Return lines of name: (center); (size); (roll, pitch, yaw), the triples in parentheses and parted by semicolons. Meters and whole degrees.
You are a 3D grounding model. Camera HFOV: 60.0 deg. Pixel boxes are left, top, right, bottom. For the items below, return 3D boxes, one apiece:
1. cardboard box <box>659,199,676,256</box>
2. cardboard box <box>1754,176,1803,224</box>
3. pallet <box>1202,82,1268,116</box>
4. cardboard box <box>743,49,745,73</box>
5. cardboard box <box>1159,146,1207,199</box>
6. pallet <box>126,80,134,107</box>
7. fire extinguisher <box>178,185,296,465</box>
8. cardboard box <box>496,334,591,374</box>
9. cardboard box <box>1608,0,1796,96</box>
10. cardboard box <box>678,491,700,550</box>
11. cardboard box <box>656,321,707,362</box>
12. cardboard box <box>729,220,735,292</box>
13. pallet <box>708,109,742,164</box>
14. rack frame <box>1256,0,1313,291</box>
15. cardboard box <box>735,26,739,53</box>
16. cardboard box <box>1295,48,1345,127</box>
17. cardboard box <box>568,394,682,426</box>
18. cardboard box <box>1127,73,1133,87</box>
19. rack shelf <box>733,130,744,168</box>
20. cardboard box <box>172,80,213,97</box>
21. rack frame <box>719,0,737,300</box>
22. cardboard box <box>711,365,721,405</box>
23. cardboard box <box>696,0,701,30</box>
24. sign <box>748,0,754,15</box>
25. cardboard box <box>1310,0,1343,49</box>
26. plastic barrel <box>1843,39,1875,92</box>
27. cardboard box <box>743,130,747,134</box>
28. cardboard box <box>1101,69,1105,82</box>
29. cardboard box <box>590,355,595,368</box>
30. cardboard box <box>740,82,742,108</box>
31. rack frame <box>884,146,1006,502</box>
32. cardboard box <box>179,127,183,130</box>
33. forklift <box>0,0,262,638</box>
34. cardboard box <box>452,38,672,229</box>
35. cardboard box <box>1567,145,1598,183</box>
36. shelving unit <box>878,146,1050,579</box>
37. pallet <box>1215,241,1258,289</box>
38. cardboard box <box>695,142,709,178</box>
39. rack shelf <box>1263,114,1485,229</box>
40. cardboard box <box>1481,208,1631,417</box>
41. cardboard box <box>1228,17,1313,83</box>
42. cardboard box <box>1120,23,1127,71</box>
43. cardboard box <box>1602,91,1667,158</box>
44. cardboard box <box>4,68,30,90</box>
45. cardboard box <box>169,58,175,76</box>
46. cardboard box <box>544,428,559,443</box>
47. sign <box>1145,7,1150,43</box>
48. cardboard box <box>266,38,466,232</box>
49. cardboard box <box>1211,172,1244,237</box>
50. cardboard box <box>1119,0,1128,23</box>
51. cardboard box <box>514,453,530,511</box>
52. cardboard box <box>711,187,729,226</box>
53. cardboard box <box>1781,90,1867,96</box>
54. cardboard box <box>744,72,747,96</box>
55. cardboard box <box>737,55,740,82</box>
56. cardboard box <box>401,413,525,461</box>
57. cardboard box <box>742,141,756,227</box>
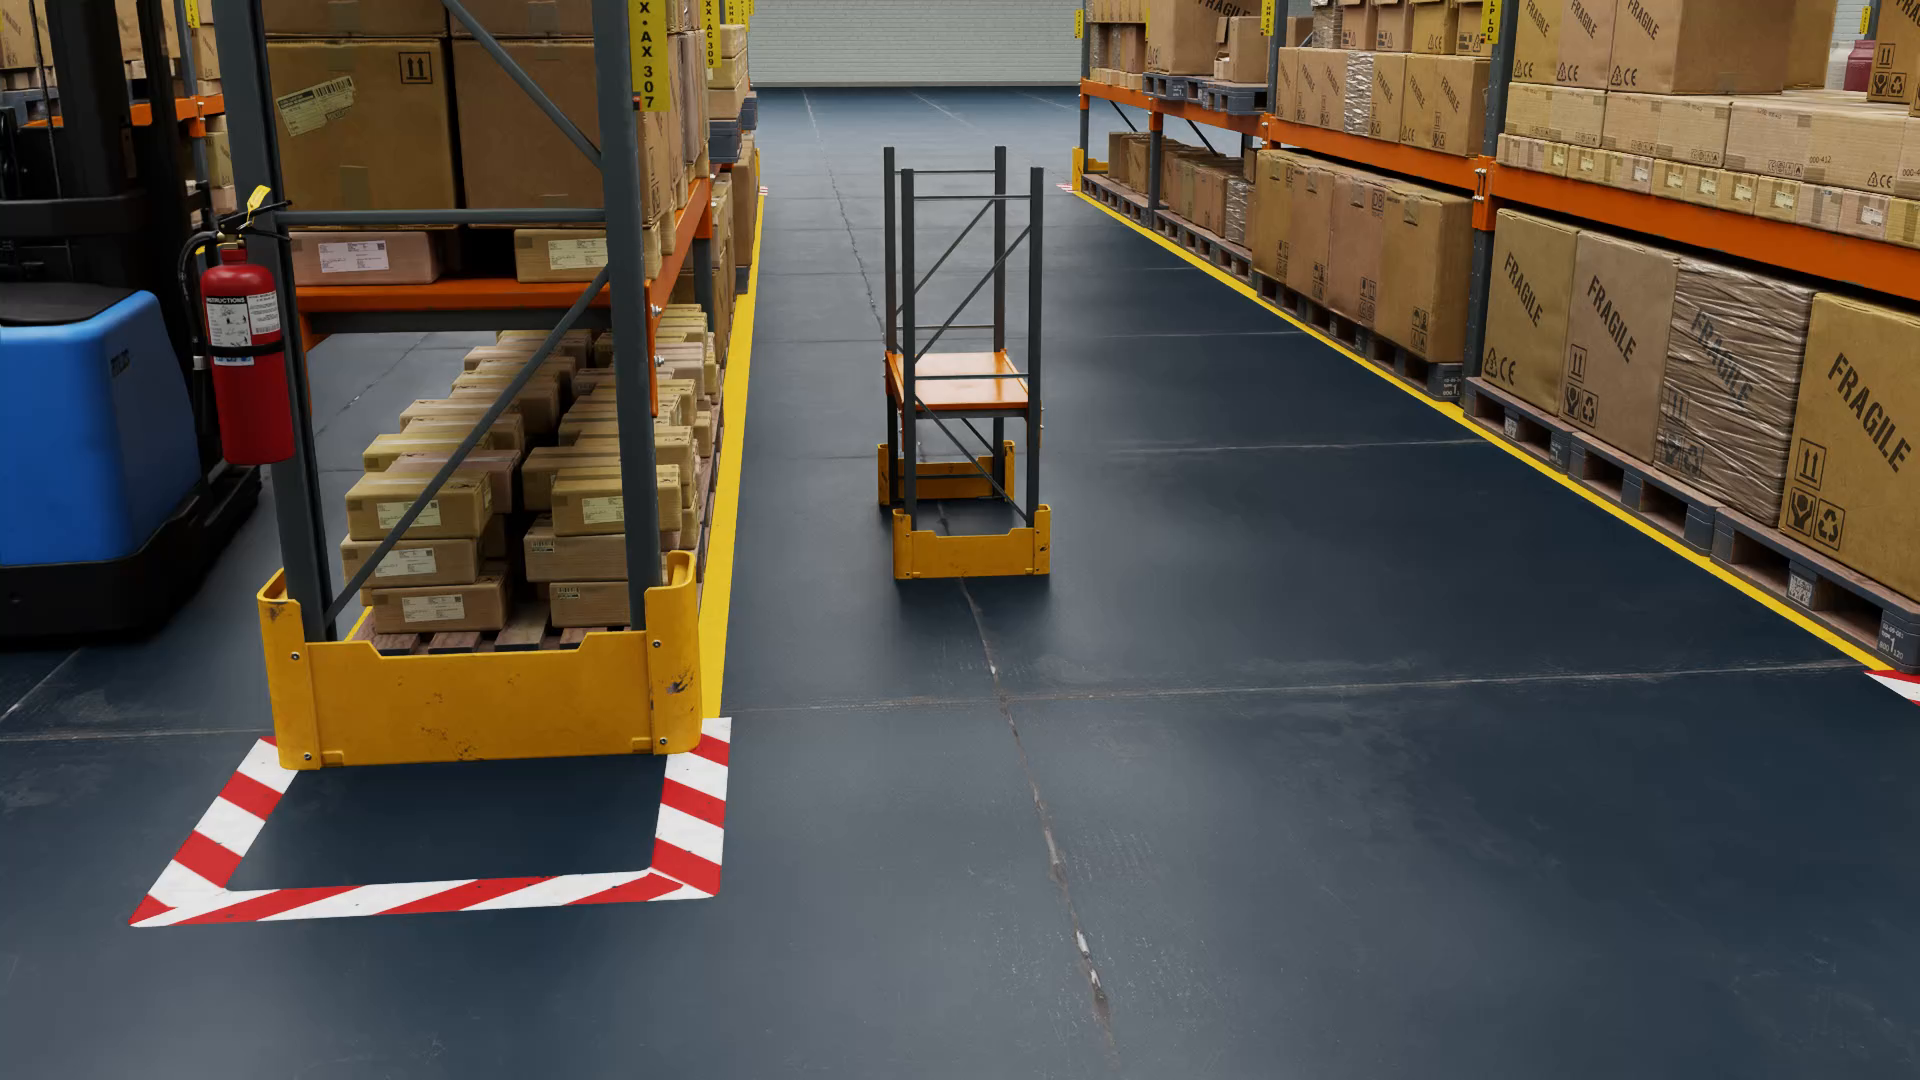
cardboard box: (-1.088, -0.977, 5.201); (0.380, 0.149, 0.250); (-2, 18, -7)
cardboard box: (3.135, -1.237, 6.030); (0.380, 0.149, 0.250); (-2, 18, -7)
pallet: (2.601, -3.458, 13.004); (1.213, 0.211, 1.003); (-2, 18, -6)
cardboard box: (-1.575, -3.074, 10.684); (0.380, 0.149, 0.250); (-2, 18, -6)
cardboard box: (2.300, -3.831, 17.343); (0.500, 0.500, 0.500); (4, 18, 12)
pallet: (-7.322, -3.531, 13.238); (1.003, 0.211, 1.213); (-2, 18, -6)
fire extinguisher: (-1.771, -0.530, 4.108); (0.296, 0.674, 0.183); (-2, 18, -6)
cardboard box: (-1.827, -0.806, 7.302); (0.380, 0.149, 0.250); (-2, 18, -7)
cardboard box: (3.090, -2.124, 6.938); (0.500, 0.500, 0.500); (-2, 18, -7)
cardboard box: (-1.132, -0.069, 5.947); (0.380, 0.149, 0.250); (-2, 17, -5)
cardboard box: (-1.357, -0.903, 7.610); (0.380, 0.149, 0.250); (-2, 18, -6)
cardboard box: (-1.786, -1.882, 11.137); (0.500, 0.500, 0.500); (-1, 17, -3)
pallet: (-1.685, -2.166, 8.890); (1.003, 0.211, 1.213); (-2, 18, -6)
rack frame: (2.781, -3.340, 12.310); (1.000, 3.000, 0.127); (-2, 18, -6)
cardboard box: (-1.416, -2.755, 9.171); (0.380, 0.149, 0.250); (-2, 18, -6)
cardboard box: (2.615, -3.081, 11.317); (0.500, 0.500, 0.500); (-2, 18, -7)
cardboard box: (-1.228, -0.436, 6.124); (0.380, 0.149, 0.250); (-1, 17, -3)
cardboard box: (1.974, -4.841, 17.509); (0.380, 0.149, 0.250); (-2, 18, -6)
rack shelf: (-2.370, -3.470, 13.923); (1.077, 0.370, 4.000); (-2, 18, -6)
cardboard box: (-7.203, -4.210, 15.499); (0.380, 0.149, 0.250); (-2, 18, -6)
rack frame: (-2.163, -3.217, 11.917); (1.000, 3.000, 0.127); (-2, 18, -6)
cardboard box: (-1.372, -0.760, 8.147); (0.380, 0.149, 0.250); (-2, 17, -5)
cardboard box: (-1.433, -2.561, 7.493); (0.500, 0.500, 0.500); (-2, 18, -8)
sign: (-2.447, -6.279, 19.341); (0.100, 0.325, 0.005); (-2, 18, -6)
cardboard box: (2.840, -3.648, 11.449); (0.797, 0.503, 0.637); (-1, 17, -4)
plastic barrel: (7.358, -3.687, 13.187); (0.600, 0.536, 0.708); (-2, 18, -6)
cardboard box: (-2.571, -3.785, 16.572); (0.875, 0.875, 0.875); (-2, 17, -5)
cardboard box: (1.812, -5.288, 18.932); (0.380, 0.149, 0.250); (-2, 18, -6)
cardboard box: (-1.855, -0.746, 7.607); (0.380, 0.149, 0.250); (-2, 18, -6)
cardboard box: (-1.442, -2.545, 9.495); (0.380, 0.149, 0.250); (-3, 18, -8)
rack frame: (-0.061, -0.892, 7.016); (0.500, 1.500, 0.032); (-2, 18, -6)
cardboard box: (-7.871, -3.792, 16.385); (0.500, 0.500, 0.500); (-1, 17, -5)
forklift: (-3.519, -1.450, 6.401); (1.130, 2.935, 3.031); (-4, 18, -11)
cardboard box: (-1.110, -1.166, 4.719); (0.500, 0.500, 0.500); (-1, 17, -3)
cardboard box: (2.976, -1.695, 7.489); (0.380, 0.149, 0.250); (-2, 18, -7)
shelving unit: (-0.008, -0.738, 6.525); (0.587, 1.500, 1.083); (-2, 18, -6)
pallet: (2.701, -2.243, 13.469); (1.003, 0.211, 1.213); (-2, 18, -6)
cardboard box: (-1.354, -1.755, 7.677); (0.380, 0.149, 0.250); (-2, 18, -7)
rack shelf: (2.987, -2.401, 10.519); (1.077, 0.370, 4.000); (-2, 18, -6)
cardboard box: (3.182, -1.136, 8.135); (0.875, 0.875, 0.875); (-2, 18, -6)
cardboard box: (2.528, -3.911, 13.260); (0.700, 0.500, 0.500); (1, 17, 3)
cardboard box: (2.204, -5.304, 17.900); (0.875, 0.500, 0.500); (-2, 18, -6)
cardboard box: (3.086, -1.769, 7.056); (0.500, 0.250, 0.500); (-1, 17, -4)
cardboard box: (-6.921, -3.303, 11.907); (0.380, 0.149, 0.250); (-3, 18, -9)
cardboard box: (-7.162, -4.162, 14.644); (0.380, 0.149, 0.250); (-2, 17, -5)
cardboard box: (-1.859, -0.362, 6.881); (0.380, 0.149, 0.250); (-2, 18, -7)
sign: (1.829, -4.926, 15.915); (0.100, 0.325, 0.005); (-2, 18, -6)
cardboard box: (-1.641, -1.149, 4.667); (0.500, 0.500, 0.500); (-1, 17, -5)
cardboard box: (2.556, -2.890, 14.314); (0.700, 0.500, 0.500); (0, 17, -1)
cardboard box: (1.944, -5.622, 17.245); (0.500, 0.500, 0.500); (-2, 18, -6)
cardboard box: (-1.657, -0.202, 5.876); (0.380, 0.149, 0.250); (-2, 18, -6)
cardboard box: (-1.732, -2.085, 10.531); (0.500, 0.250, 0.500); (-1, 17, -4)
cardboard box: (3.608, -1.790, 7.123); (0.500, 0.250, 0.500); (-1, 17, -5)
cardboard box: (-1.605, -3.014, 10.989); (0.380, 0.149, 0.250); (-1, 17, -5)
cardboard box: (-1.417, -2.611, 9.208); (0.380, 0.149, 0.250); (-3, 18, -8)
cardboard box: (-1.730, -0.337, 5.807); (0.380, 0.149, 0.250); (-2, 18, -8)
cardboard box: (-2.327, -3.066, 14.491); (1.050, 0.750, 0.750); (-2, 18, -6)
